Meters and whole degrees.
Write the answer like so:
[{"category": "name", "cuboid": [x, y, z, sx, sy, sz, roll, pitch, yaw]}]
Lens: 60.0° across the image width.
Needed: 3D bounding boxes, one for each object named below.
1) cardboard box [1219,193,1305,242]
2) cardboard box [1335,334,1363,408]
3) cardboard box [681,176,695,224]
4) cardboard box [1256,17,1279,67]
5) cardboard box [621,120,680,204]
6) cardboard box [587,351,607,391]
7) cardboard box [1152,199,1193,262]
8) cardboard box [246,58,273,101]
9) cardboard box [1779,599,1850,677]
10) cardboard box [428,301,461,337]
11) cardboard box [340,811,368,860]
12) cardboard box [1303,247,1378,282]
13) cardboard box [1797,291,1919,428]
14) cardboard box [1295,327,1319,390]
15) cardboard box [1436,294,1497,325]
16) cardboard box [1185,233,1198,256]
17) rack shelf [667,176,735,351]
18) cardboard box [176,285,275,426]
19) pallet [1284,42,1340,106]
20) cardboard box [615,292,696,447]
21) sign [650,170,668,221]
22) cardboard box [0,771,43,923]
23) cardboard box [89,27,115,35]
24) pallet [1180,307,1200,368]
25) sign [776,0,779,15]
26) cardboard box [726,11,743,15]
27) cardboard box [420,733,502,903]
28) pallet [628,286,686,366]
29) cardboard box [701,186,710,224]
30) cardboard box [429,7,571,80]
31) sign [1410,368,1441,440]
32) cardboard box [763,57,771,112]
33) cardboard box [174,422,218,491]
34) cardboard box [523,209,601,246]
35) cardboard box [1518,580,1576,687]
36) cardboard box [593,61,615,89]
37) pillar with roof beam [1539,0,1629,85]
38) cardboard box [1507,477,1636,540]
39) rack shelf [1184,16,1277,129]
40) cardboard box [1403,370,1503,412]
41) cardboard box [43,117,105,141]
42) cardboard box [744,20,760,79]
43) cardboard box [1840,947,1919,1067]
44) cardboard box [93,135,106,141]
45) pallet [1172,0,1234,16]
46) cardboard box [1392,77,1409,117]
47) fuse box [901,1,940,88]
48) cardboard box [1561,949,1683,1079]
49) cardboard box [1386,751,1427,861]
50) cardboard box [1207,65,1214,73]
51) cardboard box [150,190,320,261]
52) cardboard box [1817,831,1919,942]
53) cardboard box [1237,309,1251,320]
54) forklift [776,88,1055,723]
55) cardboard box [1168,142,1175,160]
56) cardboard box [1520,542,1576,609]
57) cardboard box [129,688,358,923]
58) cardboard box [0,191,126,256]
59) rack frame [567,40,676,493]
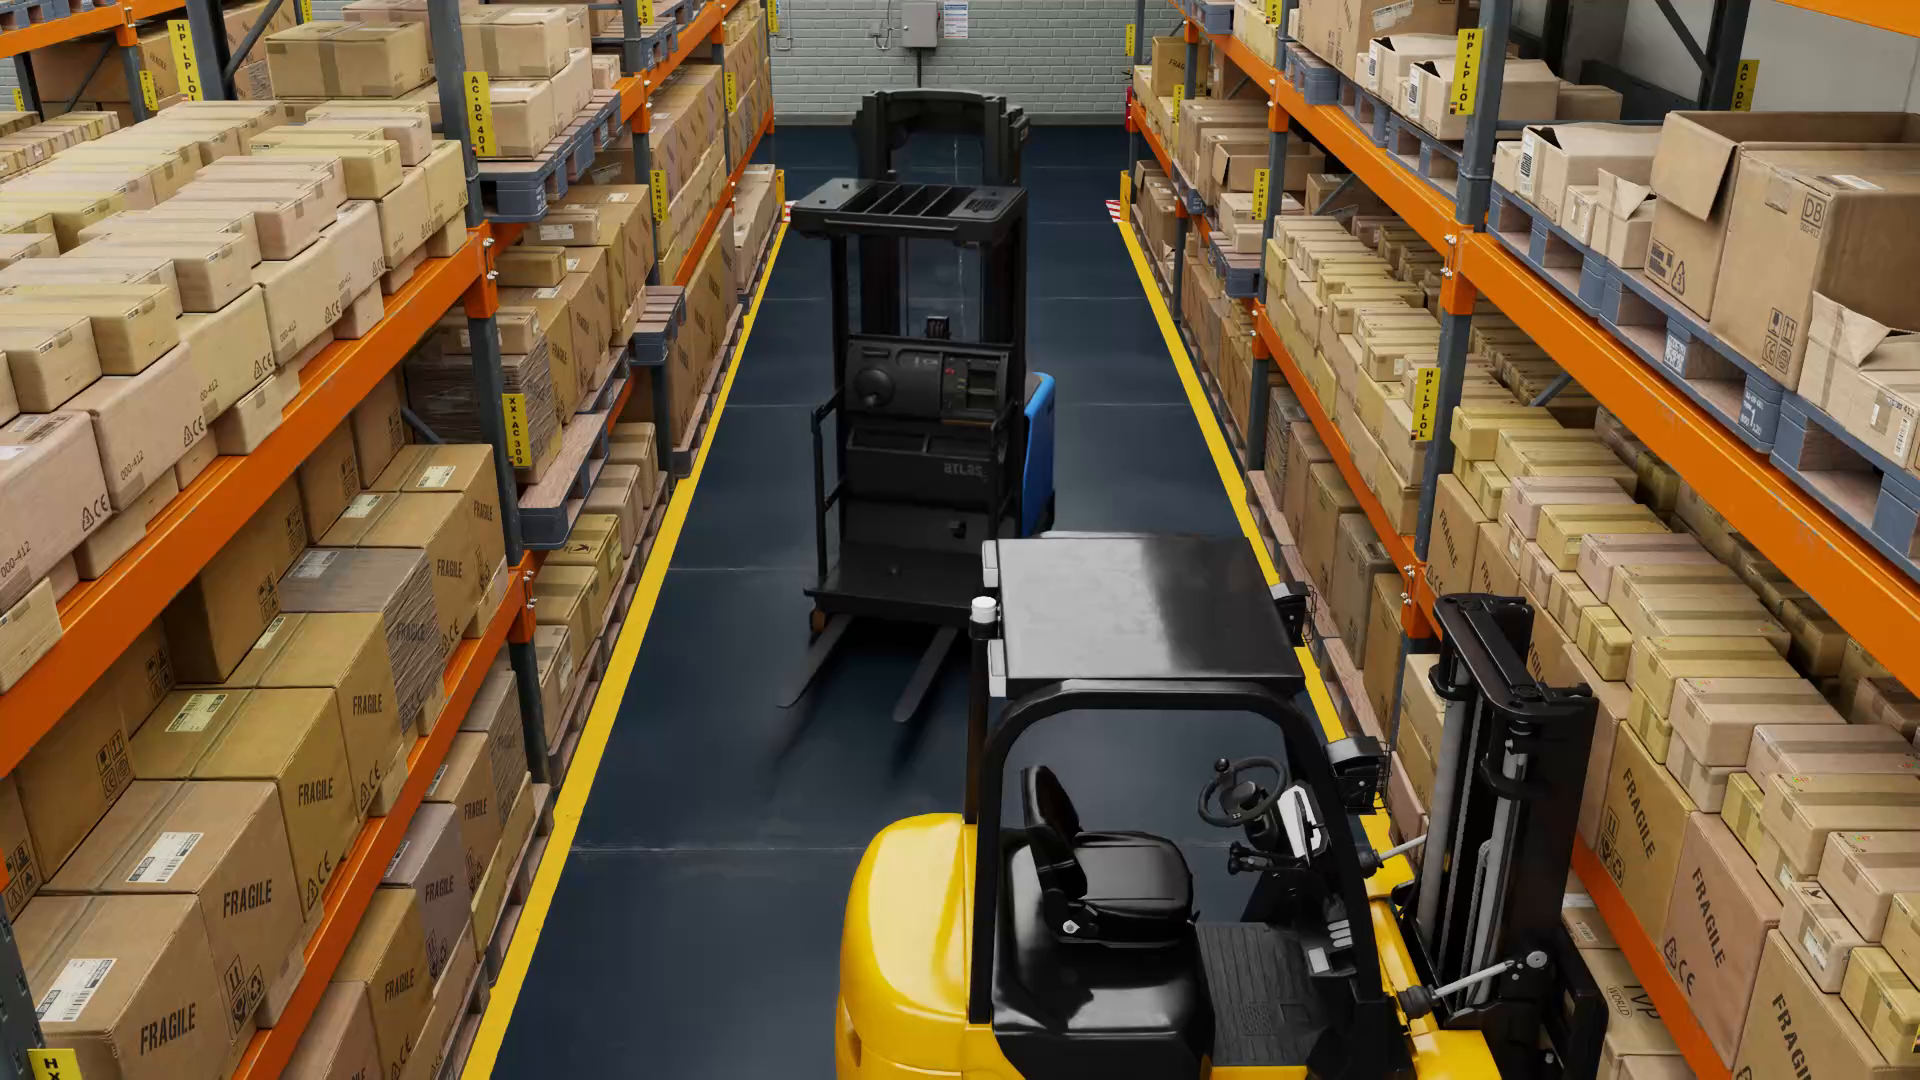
[{"category": "cardboard box", "cuboid": [2.148, -2.297, 11.860, 0.500, 0.250, 0.500, -1, 24, -3]}, {"category": "cardboard box", "cuboid": [2.253, -0.875, 8.621, 0.500, 0.250, 0.500, 0, 24, 0]}, {"category": "cardboard box", "cuboid": [-2.236, -2.504, 12.222, 0.500, 0.250, 0.500, 0, 24, -1]}, {"category": "cardboard box", "cuboid": [2.235, -3.249, 10.836, 0.500, 0.250, 0.500, -1, 24, -2]}, {"category": "cardboard box", "cuboid": [-2.256, -2.626, 11.582, 0.500, 0.500, 0.500, 0, 24, 0]}, {"category": "cardboard box", "cuboid": [-2.113, -0.911, 8.920, 0.380, 0.149, 0.250, 1, 24, 1]}, {"category": "cardboard box", "cuboid": [2.290, -3.057, 16.392, 0.700, 0.500, 0.500, -1, 24, -3]}, {"category": "cardboard box", "cuboid": [-7.238, -4.525, 16.633, 0.500, 0.500, 0.500, 0, 24, 0]}, {"category": "cardboard box", "cuboid": [2.792, 0.303, 5.171, 0.380, 0.149, 0.250, 0, 24, 0]}, {"category": "cardboard box", "cuboid": [-2.678, -0.834, 7.963, 0.500, 0.500, 0.500, 0, 24, 0]}, {"category": "cardboard box", "cuboid": [-2.158, 0.911, 5.400, 0.380, 0.149, 0.250, -1, 24, -2]}, {"category": "cardboard box", "cuboid": [2.240, -1.625, 9.795, 0.380, 0.149, 0.250, 0, 24, 0]}, {"category": "cardboard box", "cuboid": [2.255, -0.431, 3.955, 0.396, 0.266, 0.258, 0, 24, 0]}, {"category": "cardboard box", "cuboid": [2.257, -1.069, 9.655, 0.500, 0.250, 0.500, -1, 24, -2]}, {"category": "cardboard box", "cuboid": [2.768, -1.207, 8.871, 0.380, 0.149, 0.250, 0, 24, 0]}, {"category": "cardboard box", "cuboid": [2.177, -2.587, 14.568, 0.380, 0.149, 0.250, 1, 24, 2]}, {"category": "rack shelf", "cuboid": [-2.502, -2.213, 12.876, 1.077, 0.370, 4.000, 0, 24, -1]}, {"category": "cardboard box", "cuboid": [-2.158, -0.483, 4.358, 0.500, 0.250, 0.500, 0, 24, 1]}, {"category": "pallet", "cuboid": [2.580, -2.742, 9.761, 1.213, 0.211, 1.003, 1, 24, 2]}, {"category": "cardboard box", "cuboid": [-2.405, -1.225, 11.887, 0.875, 0.875, 0.875, 0, 24, -1]}, {"category": "sign", "cuboid": [-1.938, -2.214, 10.697, 0.100, 0.325, 0.005, 0, 24, -1]}, {"category": "cardboard box", "cuboid": [-2.617, 0.734, 3.792, 0.700, 0.500, 0.500, -1, 24, -2]}, {"category": "cardboard box", "cuboid": [-7.759, -4.343, 15.017, 0.500, 0.500, 0.500, -1, 24, -2]}, {"category": "pallet", "cuboid": [2.486, -1.783, 14.436, 1.003, 0.211, 1.213, 0, 24, -1]}, {"category": "sign", "cuboid": [-2.701, -7.484, 23.331, 0.327, 0.218, 0.001, 0, 24, -1]}, {"category": "cardboard box", "cuboid": [-2.310, -5.029, 16.107, 0.380, 0.149, 0.250, 1, 24, 1]}, {"category": "cardboard box", "cuboid": [-2.154, 1.104, 6.587, 0.500, 0.500, 0.500, 0, 24, 0]}, {"category": "pallet", "cuboid": [-2.366, -1.336, 10.296, 1.213, 0.211, 1.003, 0, 24, -1]}, {"category": "cardboard box", "cuboid": [-2.276, -2.695, 13.250, 0.500, 0.250, 0.500, -1, 24, -2]}, {"category": "cardboard box", "cuboid": [-2.058, -2.234, 7.474, 0.500, 0.250, 0.500, -1, 24, -2]}, {"category": "sign", "cuboid": [1.984, -0.577, 7.077, 0.100, 0.325, 0.005, 0, 24, -1]}, {"category": "cardboard box", "cuboid": [-2.297, -4.861, 17.736, 0.500, 0.500, 0.500, 0, 24, 0]}, {"category": "cardboard box", "cuboid": [-2.167, -0.239, 4.303, 0.380, 0.149, 0.250, -1, 24, -2]}, {"category": "cardboard box", "cuboid": [-2.180, -1.712, 9.115, 0.380, 0.149, 0.250, -1, 24, -3]}, {"category": "cardboard box", "cuboid": [2.300, 0.470, 5.950, 0.500, 0.500, 0.500, 0, 24, -1]}, {"category": "cardboard box", "cuboid": [-2.256, -2.737, 9.827, 0.380, 0.149, 0.250, 0, 24, -1]}, {"category": "pillar with roof beam", "cuboid": [-0.906, -3.921, 8.500, 9.100, 9.000, 0.400, 0, 24, -1]}, {"category": "cardboard box", "cuboid": [2.239, -0.117, 6.099, 0.380, 0.149, 0.250, 0, 24, 1]}, {"category": "rack shelf", "cuboid": [2.461, -3.603, 12.310, 1.077, 0.370, 4.000, 0, 24, -1]}, {"category": "cardboard box", "cuboid": [2.280, -0.679, 7.703, 0.380, 0.149, 0.250, -1, 24, -1]}, {"category": "cardboard box", "cuboid": [-7.269, -3.373, 13.642, 0.380, 0.149, 0.250, -1, 24, -2]}, {"category": "cardboard box", "cuboid": [-2.287, -4.897, 16.604, 0.500, 0.500, 0.500, 0, 24, -1]}, {"category": "cardboard box", "cuboid": [2.287, 1.074, 3.828, 0.380, 0.149, 0.250, 0, 24, 0]}, {"category": "cardboard box", "cuboid": [-7.266, -3.242, 13.712, 0.380, 0.149, 0.250, 0, 24, 0]}, {"category": "pallet", "cuboid": [2.377, -4.401, 13.428, 1.213, 0.211, 1.003, 0, 24, -1]}, {"category": "cardboard box", "cuboid": [2.211, -2.033, 7.639, 0.380, 0.149, 0.250, 0, 24, -1]}, {"category": "fuse box", "cuboid": [-0.550, -6.699, 23.484, 0.539, 1.711, 0.414, 0, 24, -1]}, {"category": "cardboard box", "cuboid": [2.227, 1.556, 5.284, 0.500, 0.250, 0.500, 0, 24, 0]}, {"category": "cardboard box", "cuboid": [2.201, 1.170, 7.350, 0.500, 0.250, 0.500, 0, 24, 0]}, {"category": "cardboard box", "cuboid": [2.666, -4.916, 17.800, 0.500, 0.250, 0.500, 0, 24, 1]}, {"category": "cardboard box", "cuboid": [-2.102, -0.916, 4.832, 0.380, 0.149, 0.250, 0, 24, 0]}, {"category": "cardboard box", "cuboid": [2.322, 0.831, 4.002, 0.380, 0.149, 0.250, 0, 24, 0]}, {"category": "cardboard box", "cuboid": [2.274, -1.621, 12.430, 0.380, 0.149, 0.250, 0, 24, 1]}, {"category": "forklift", "cuboid": [-0.237, -0.869, 9.115, 1.130, 2.935, 3.031, 6, 25, 13]}, {"category": "cardboard box", "cuboid": [2.132, -3.619, 15.416, 0.380, 0.149, 0.250, 0, 24, 1]}, {"category": "cardboard box", "cuboid": [2.232, 0.123, 5.929, 0.380, 0.149, 0.250, 0, 24, -1]}, {"category": "cardboard box", "cuboid": [-2.136, 0.779, 4.905, 0.500, 0.500, 0.500, -1, 24, -2]}, {"category": "cardboard box", "cuboid": [-2.660, -0.912, 4.824, 0.380, 0.149, 0.250, 0, 24, 0]}, {"category": "rack frame", "cuboid": [-2.480, -1.716, 10.905, 1.000, 3.000, 0.127, 0, 24, -1]}]
